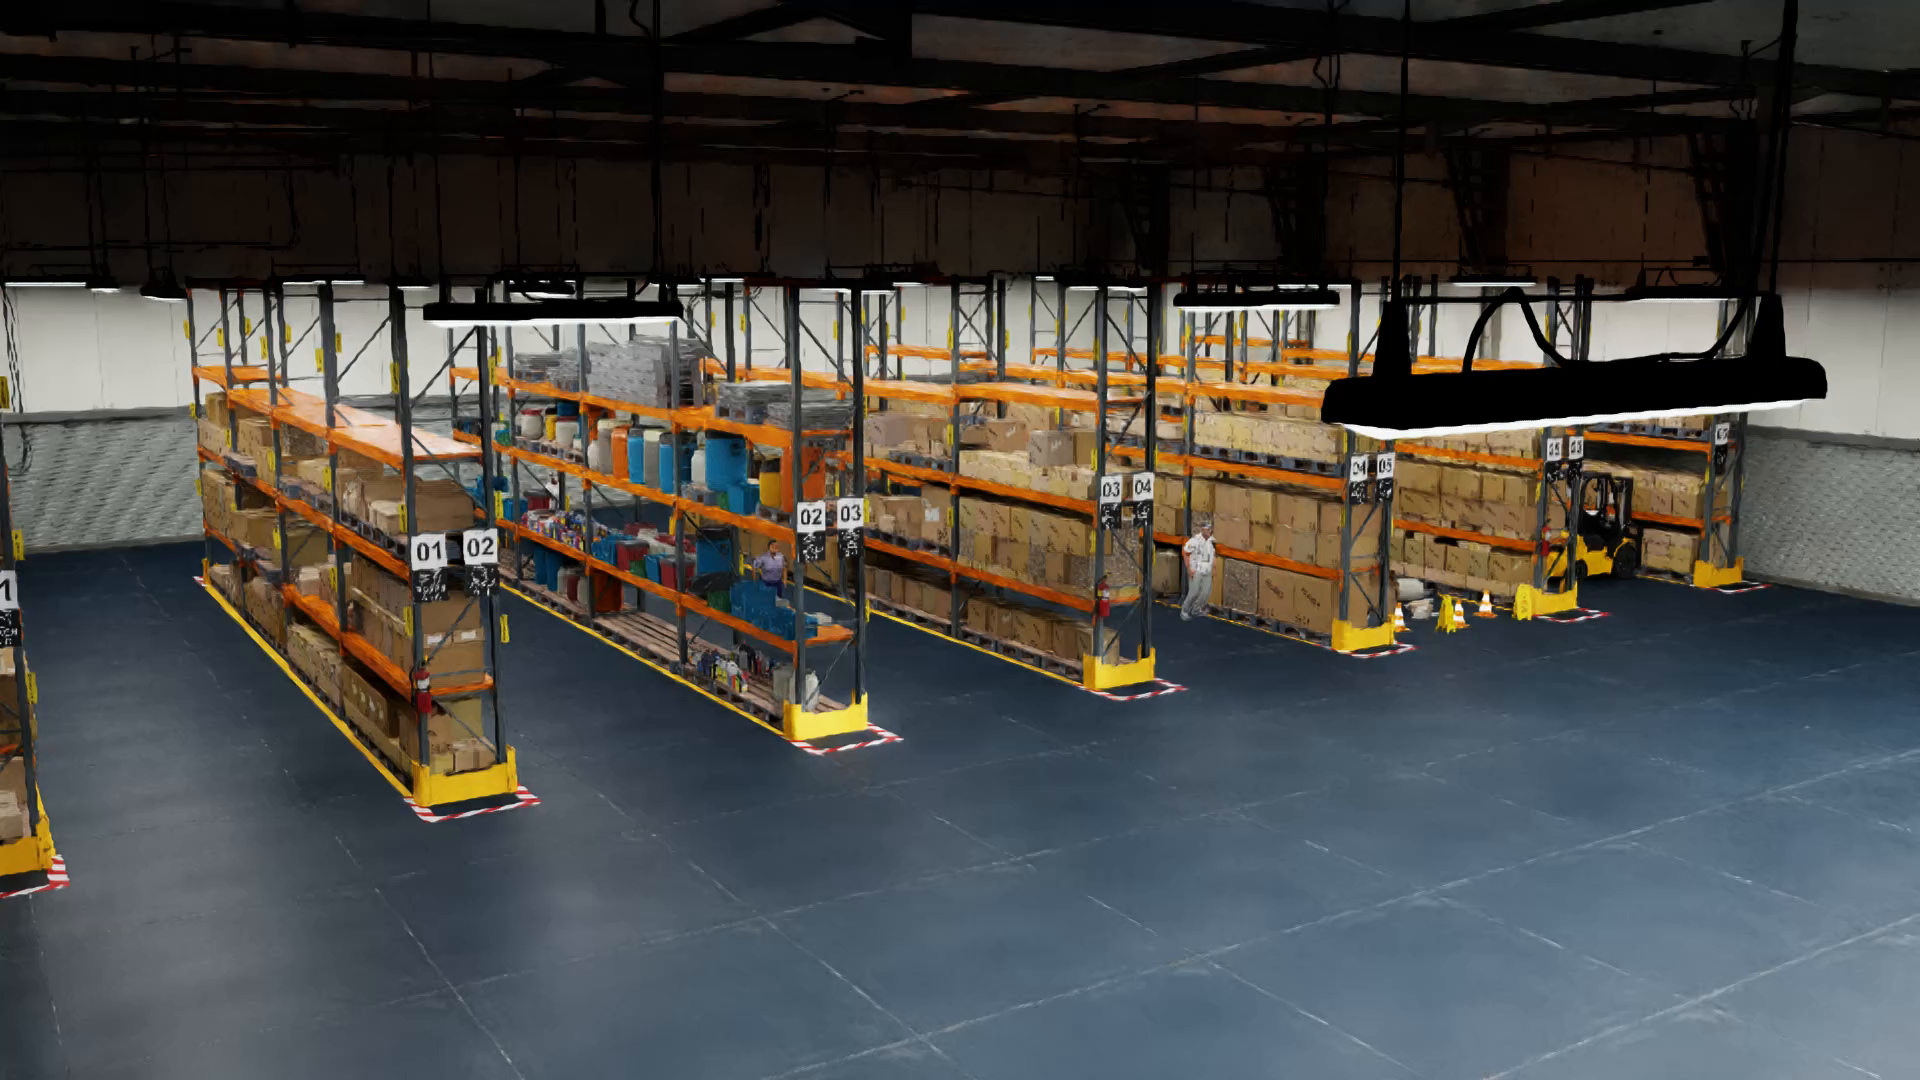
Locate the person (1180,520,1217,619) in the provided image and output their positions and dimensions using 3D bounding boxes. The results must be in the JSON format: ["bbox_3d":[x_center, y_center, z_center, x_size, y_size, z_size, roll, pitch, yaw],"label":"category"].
[{"bbox_3d":[4.078,0.486,28.310,0.682,1.715,0.542,-6,12,-34],"label":"person"}]

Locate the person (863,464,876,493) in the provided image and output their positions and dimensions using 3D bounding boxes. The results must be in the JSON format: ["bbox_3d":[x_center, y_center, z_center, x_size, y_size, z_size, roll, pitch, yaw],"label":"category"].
[{"bbox_3d":[-2.600,-2.095,45.351,0.579,1.708,0.586,1,10,4],"label":"person"}]

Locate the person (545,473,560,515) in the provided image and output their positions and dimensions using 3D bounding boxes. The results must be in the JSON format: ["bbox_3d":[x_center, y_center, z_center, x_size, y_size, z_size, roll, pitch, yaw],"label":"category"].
[{"bbox_3d":[-9.167,-0.751,37.626,0.456,1.578,1.088,-6,11,-30],"label":"person"}]

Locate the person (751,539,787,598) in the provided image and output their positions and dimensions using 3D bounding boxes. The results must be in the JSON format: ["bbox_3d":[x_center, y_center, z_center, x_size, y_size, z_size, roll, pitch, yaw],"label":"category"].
[{"bbox_3d":[-3.113,0.748,27.128,0.625,1.595,0.517,-7,12,-35],"label":"person"}]
